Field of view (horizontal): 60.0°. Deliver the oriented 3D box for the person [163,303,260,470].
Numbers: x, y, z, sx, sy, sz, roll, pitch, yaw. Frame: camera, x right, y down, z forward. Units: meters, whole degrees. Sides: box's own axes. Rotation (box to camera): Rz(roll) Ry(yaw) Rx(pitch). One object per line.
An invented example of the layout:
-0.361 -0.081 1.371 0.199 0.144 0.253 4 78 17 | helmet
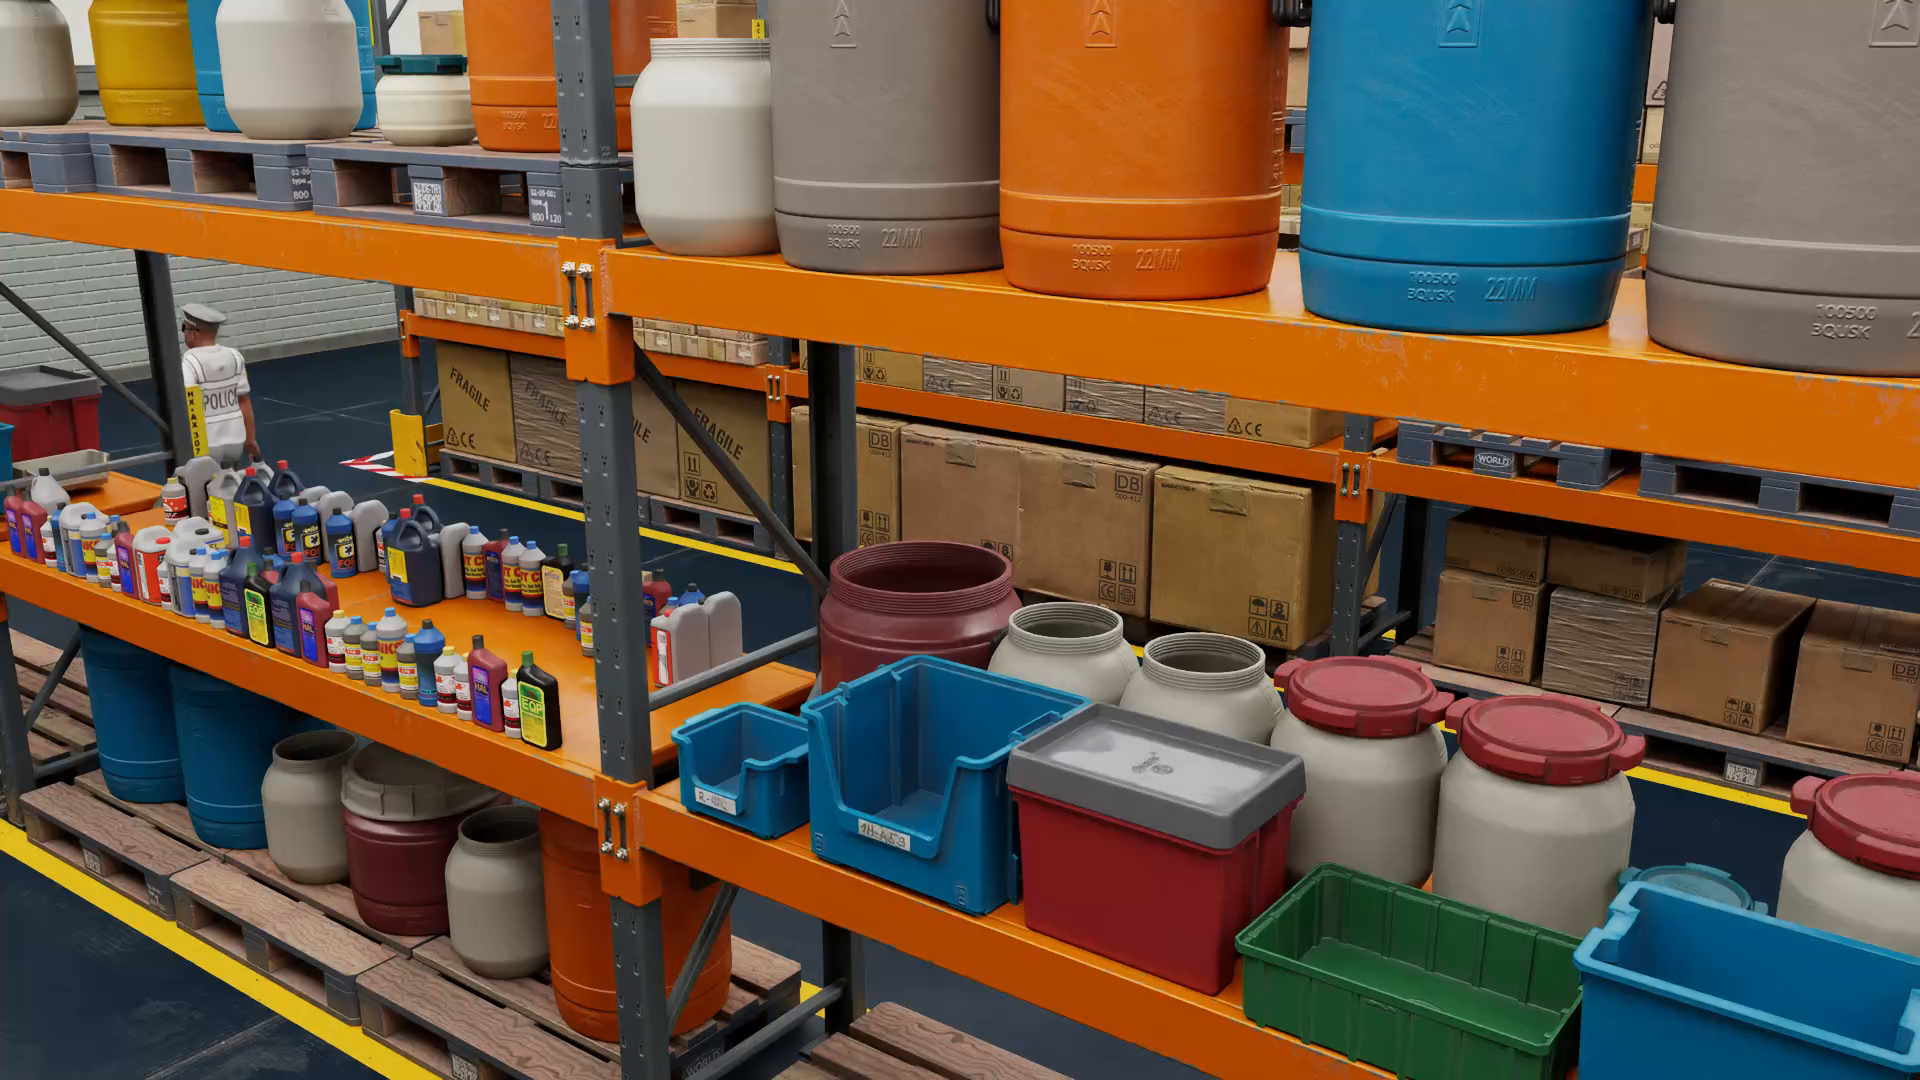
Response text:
-4.775 -0.584 10.511 0.487 1.828 0.573 7 18 21 | person
